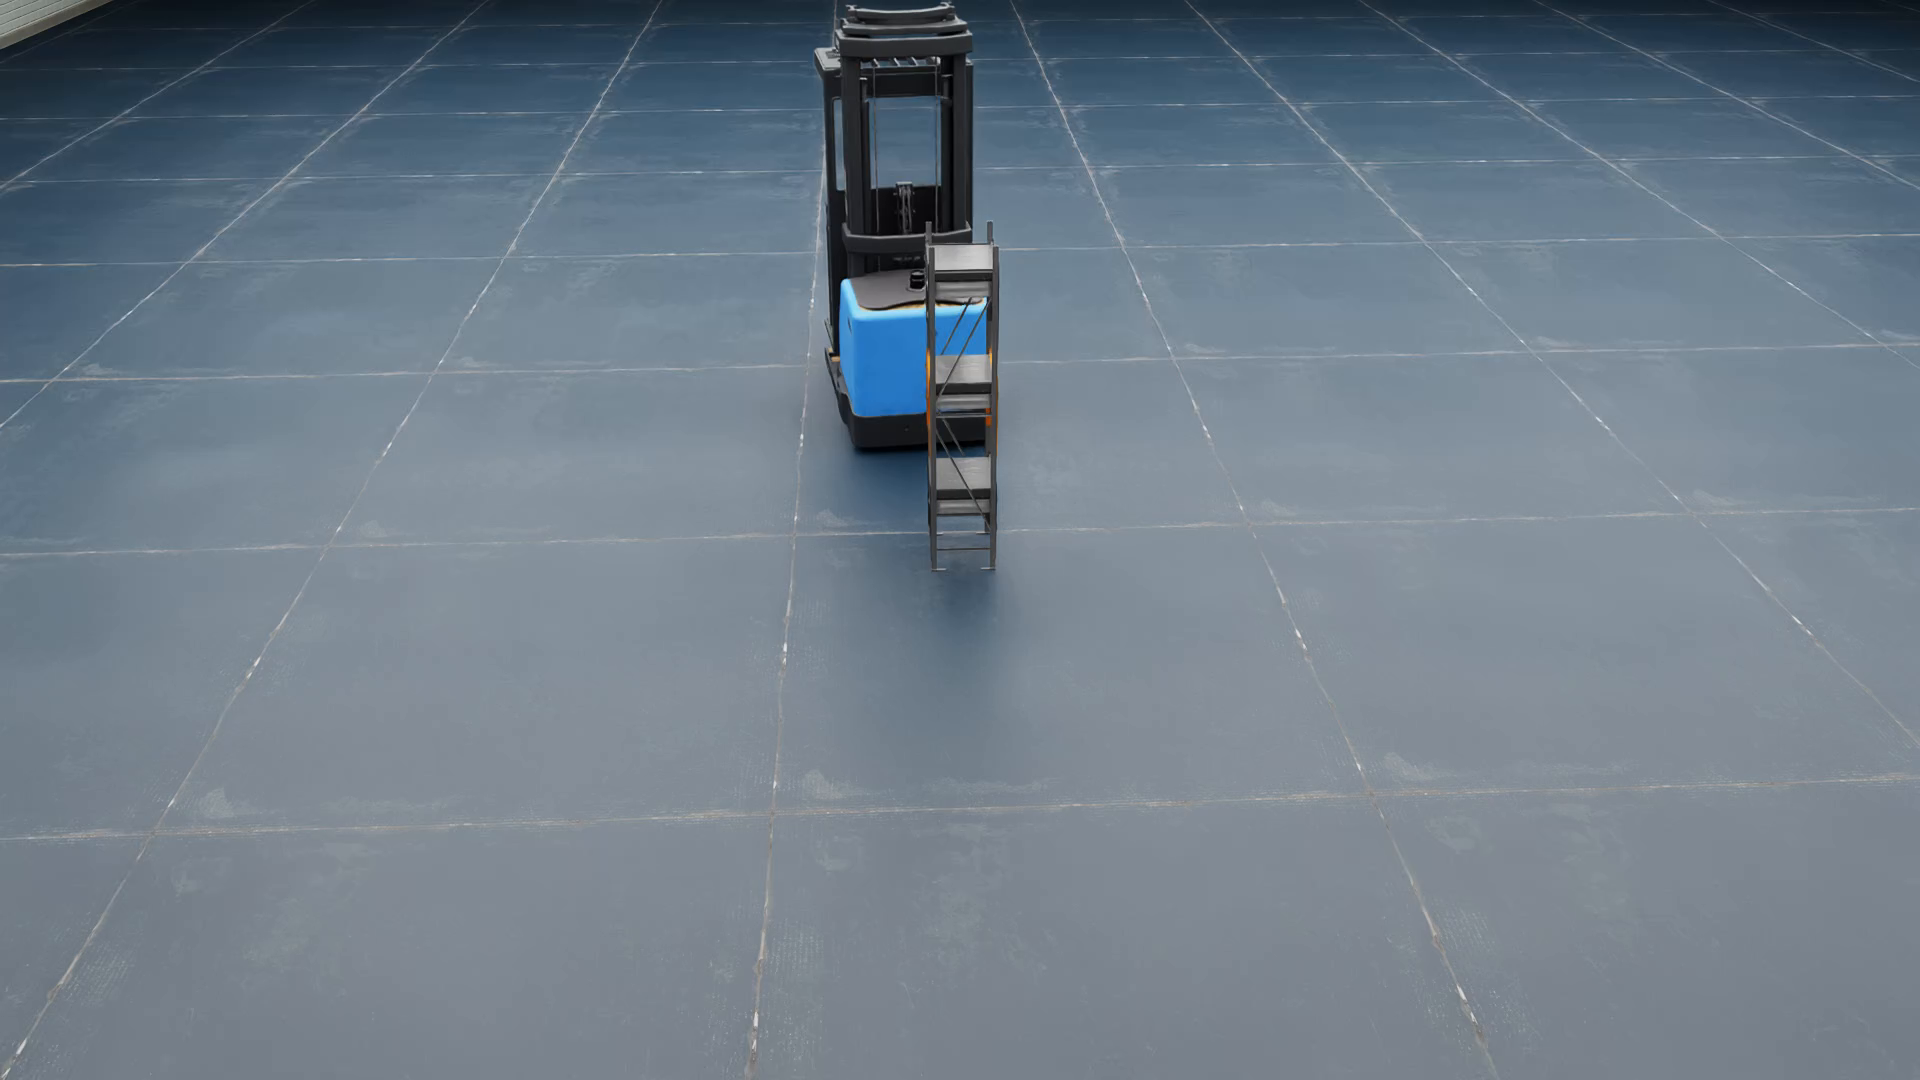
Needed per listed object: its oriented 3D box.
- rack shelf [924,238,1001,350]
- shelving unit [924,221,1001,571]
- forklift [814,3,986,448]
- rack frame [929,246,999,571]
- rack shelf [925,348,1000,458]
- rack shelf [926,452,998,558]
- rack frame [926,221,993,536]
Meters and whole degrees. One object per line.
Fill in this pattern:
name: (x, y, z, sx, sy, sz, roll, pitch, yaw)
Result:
rack shelf: (0.009, -1.463, 9.863, 0.431, 0.518, 0.480, -1, 28, -3)
shelving unit: (0.009, -0.855, 10.180, 0.431, 2.100, 0.503, -1, 28, -3)
forklift: (-0.488, -2.620, 12.666, 1.130, 2.935, 3.031, -5, 28, -9)
rack frame: (0.021, -0.742, 9.964, 0.400, 2.100, 0.015, -1, 28, -3)
rack shelf: (0.009, -0.842, 10.186, 0.431, 0.518, 0.480, -1, 28, -3)
rack shelf: (0.009, -0.222, 10.510, 0.431, 0.518, 0.480, -1, 28, -3)
rack frame: (-0.004, -0.967, 10.396, 0.400, 2.100, 0.015, -1, 28, -3)
